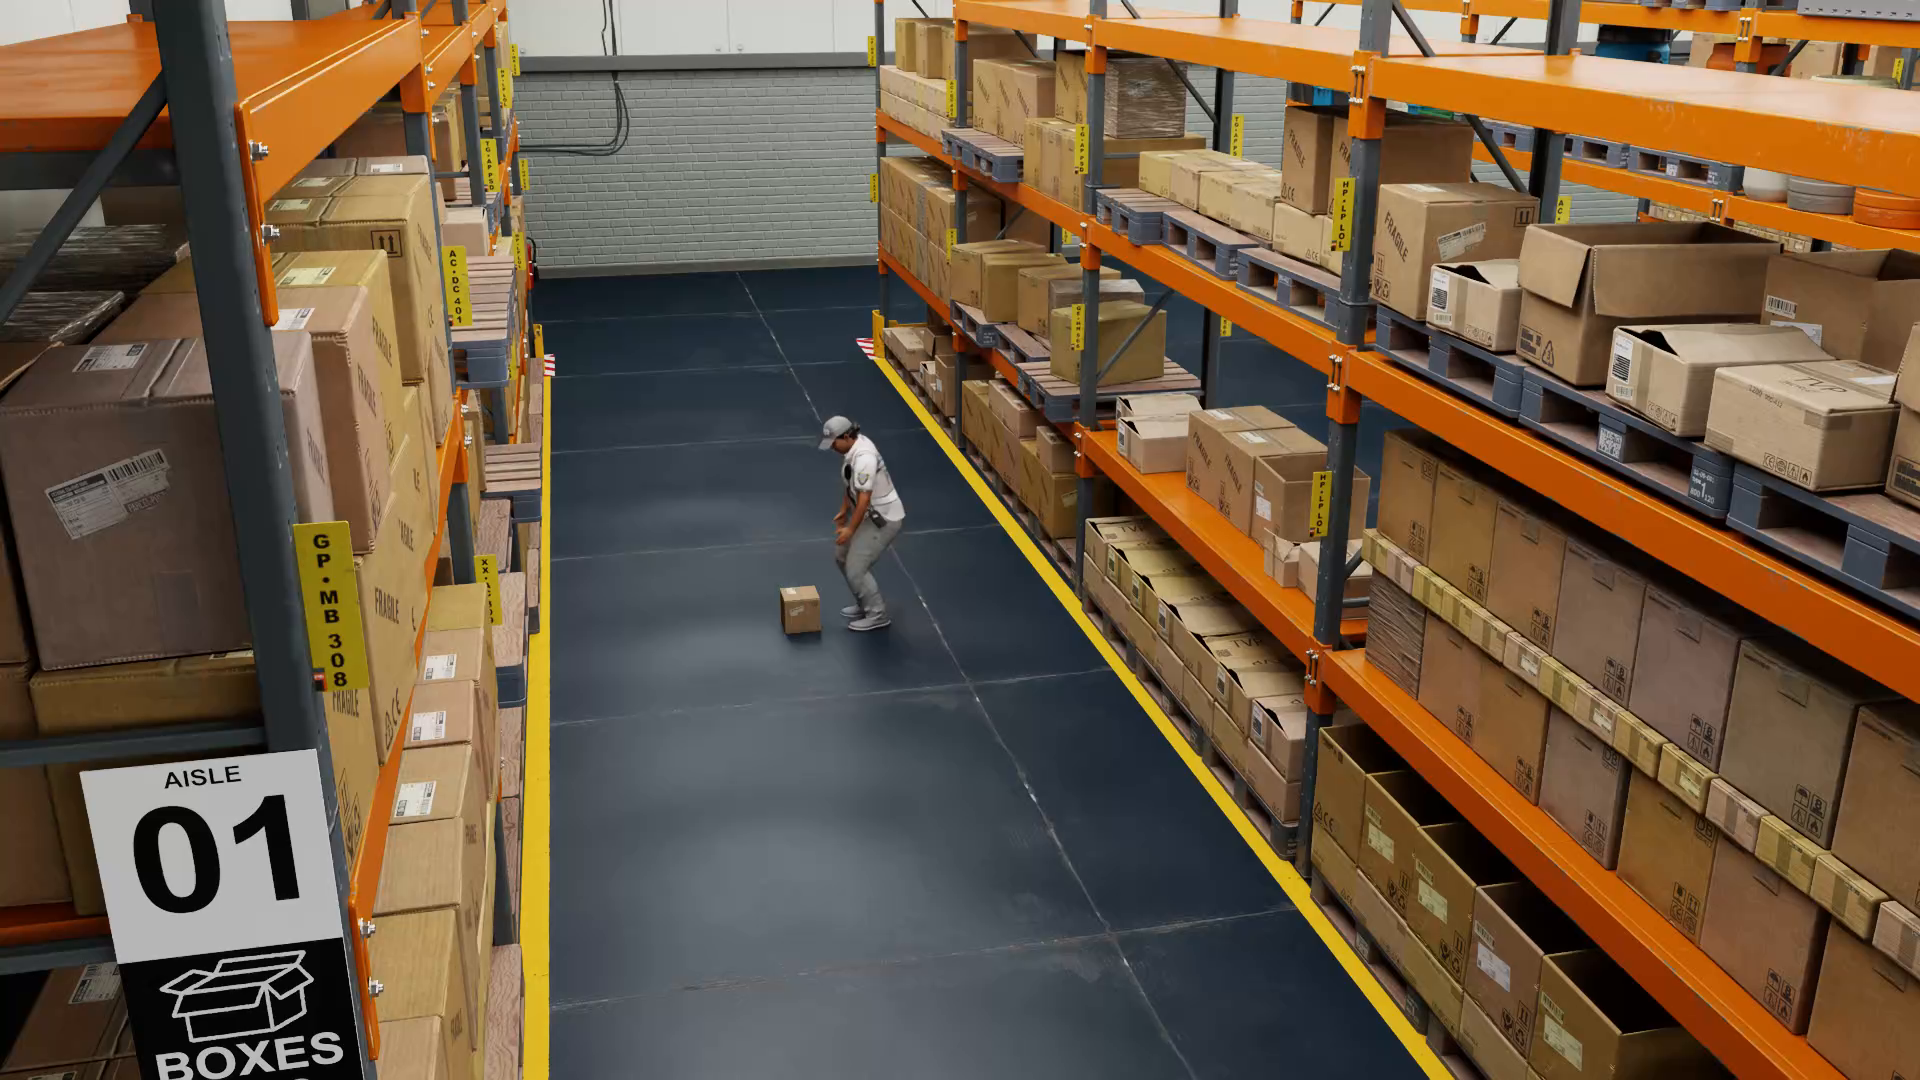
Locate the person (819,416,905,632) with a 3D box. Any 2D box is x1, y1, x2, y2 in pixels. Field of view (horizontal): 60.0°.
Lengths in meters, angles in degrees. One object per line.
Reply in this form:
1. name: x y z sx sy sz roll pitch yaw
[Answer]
1. person: -0.681 -0.130 11.633 0.591 1.542 0.519 -4 20 -11
